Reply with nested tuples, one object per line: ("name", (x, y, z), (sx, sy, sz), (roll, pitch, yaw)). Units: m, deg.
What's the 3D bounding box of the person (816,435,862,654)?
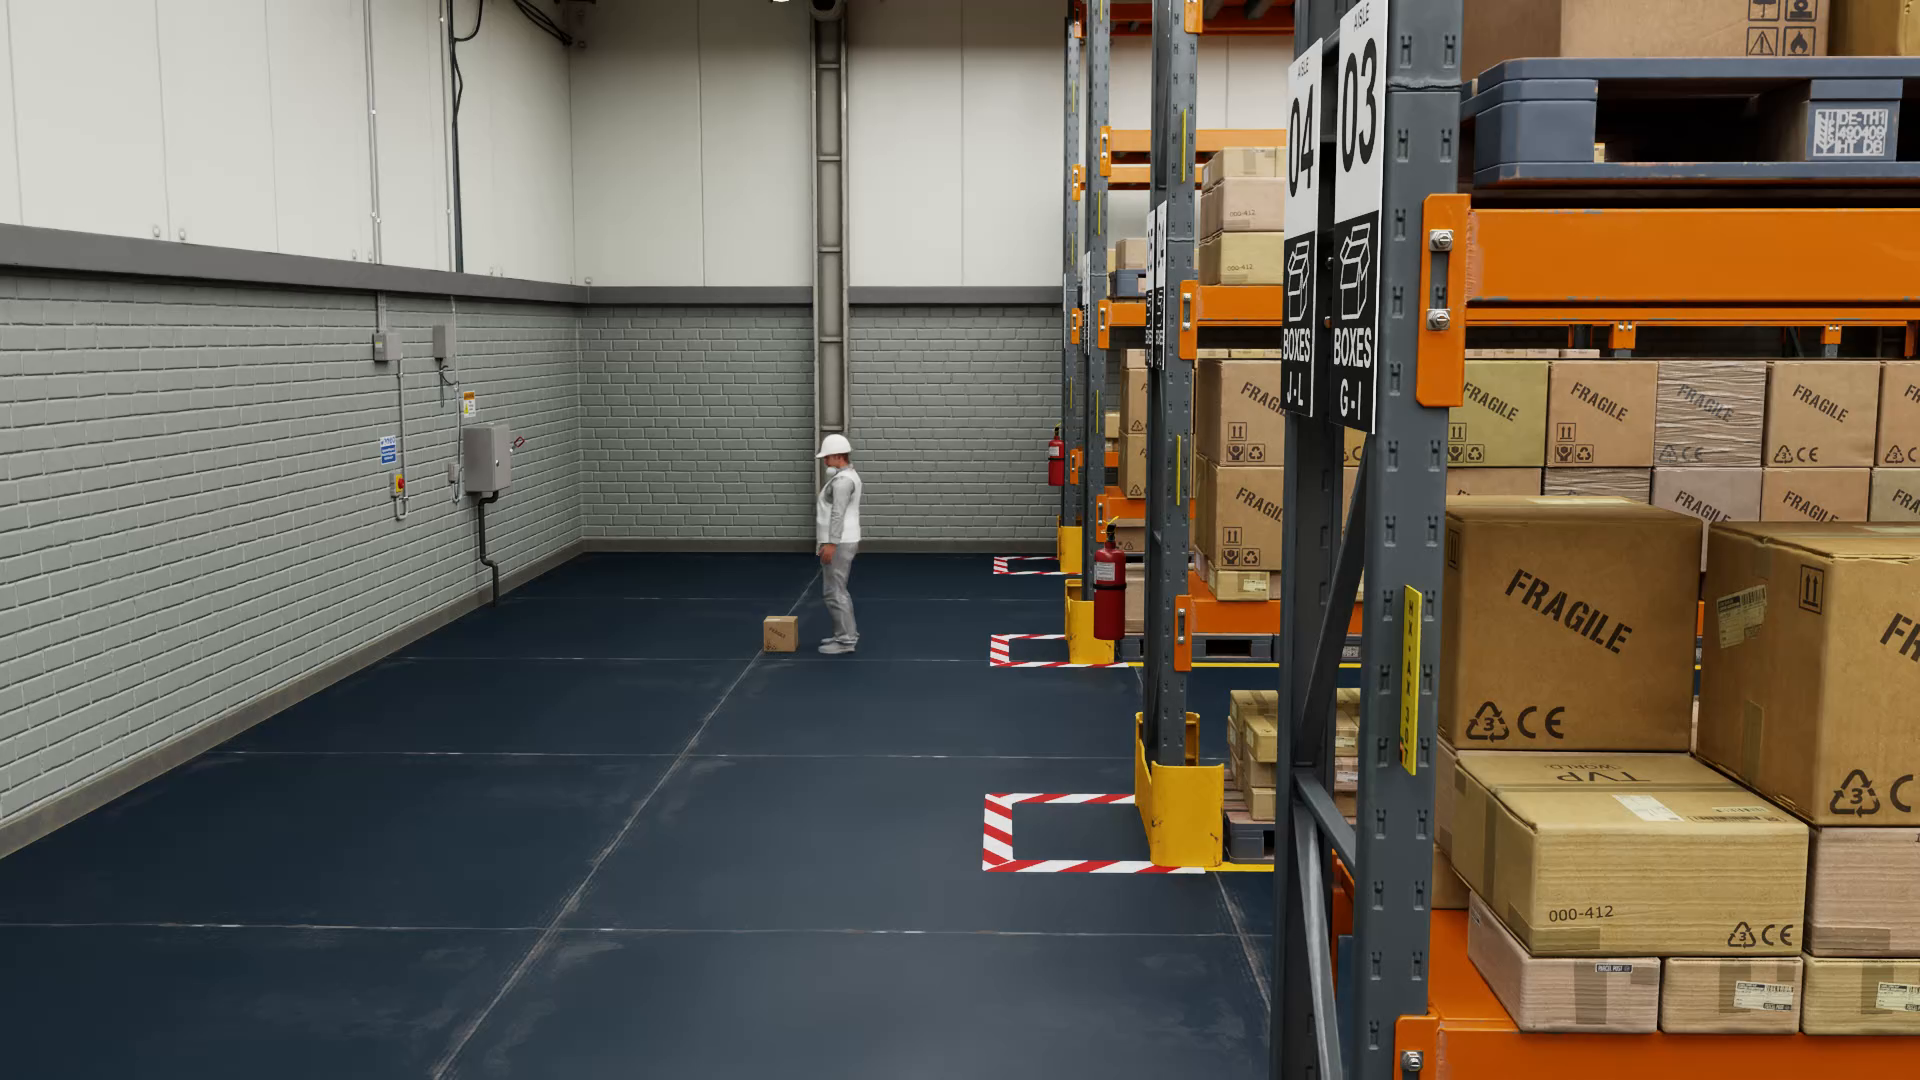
("person", (-0.985, 0.026, 13.517), (0.356, 1.767, 0.515), (0, 7, 2))
